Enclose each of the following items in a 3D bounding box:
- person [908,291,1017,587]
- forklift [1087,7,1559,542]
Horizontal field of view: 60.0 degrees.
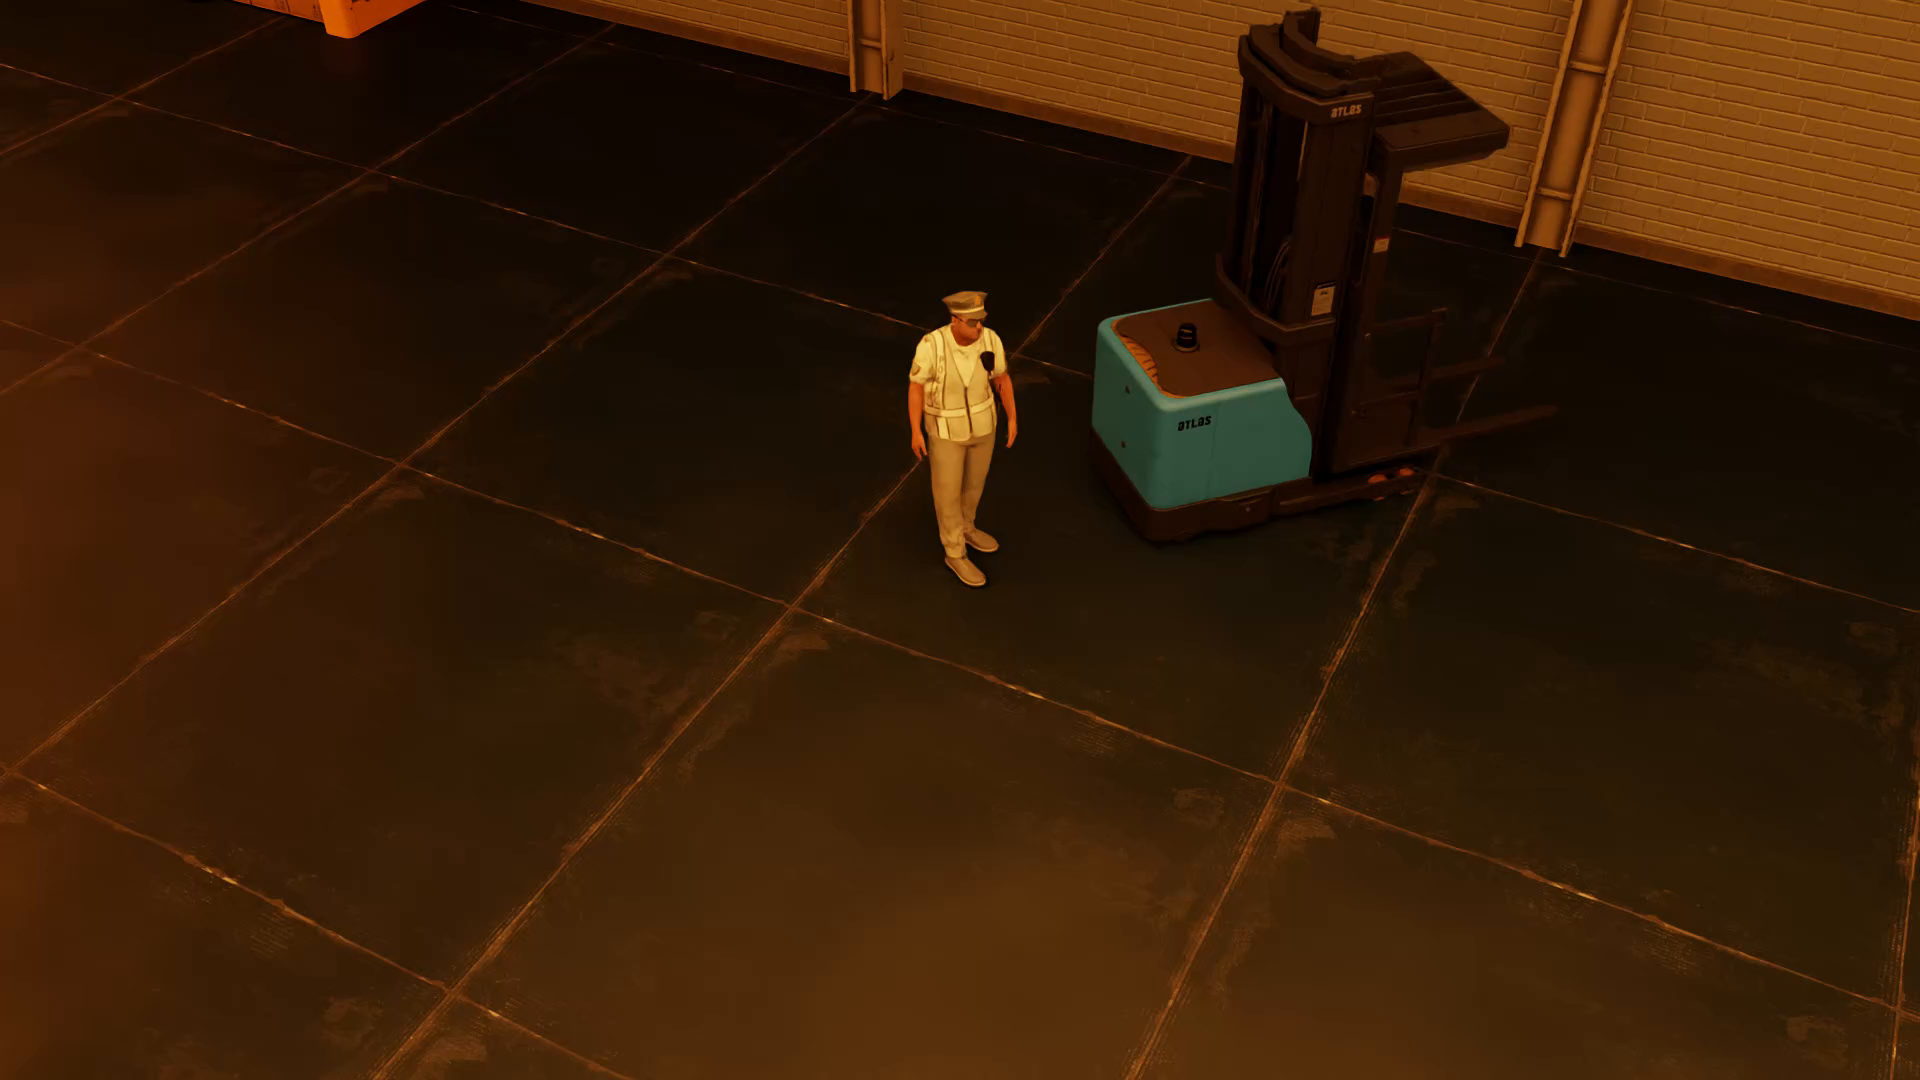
[{"bbox_3d":[0.058,-0.595,9.586,0.648,1.773,0.644,-14,42,-16],"label":"person"},{"bbox_3d":[2.403,-1.681,9.983,3.031,2.935,1.130,-13,42,-15],"label":"forklift"}]
